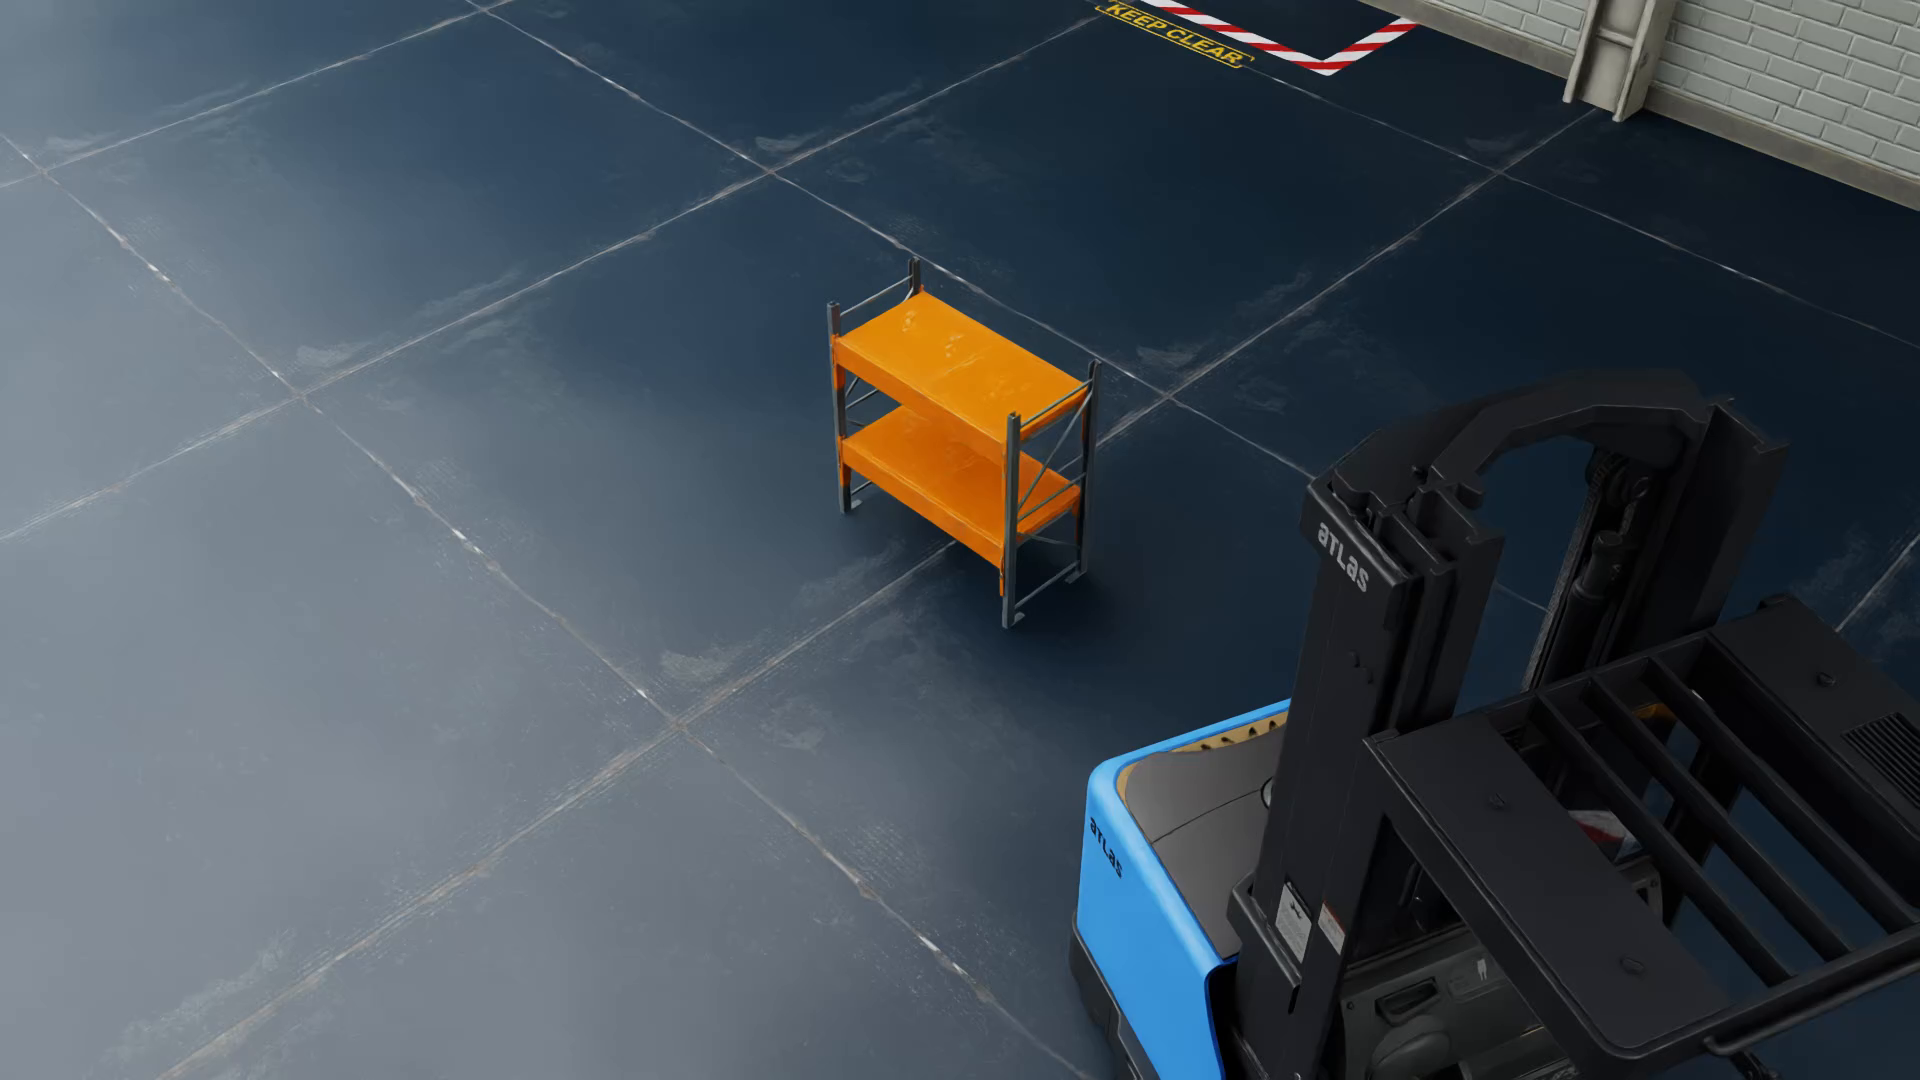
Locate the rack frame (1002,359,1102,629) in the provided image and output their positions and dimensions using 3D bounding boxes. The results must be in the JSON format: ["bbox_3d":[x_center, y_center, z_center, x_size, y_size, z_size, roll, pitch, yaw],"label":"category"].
[{"bbox_3d":[0.364,-0.166,6.718,0.500,1.125,0.032,-34,53,-31],"label":"rack frame"}]

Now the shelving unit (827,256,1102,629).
[{"bbox_3d":[0.005,-0.410,6.982,0.538,1.125,1.048,-34,53,-31],"label":"shelving unit"}]

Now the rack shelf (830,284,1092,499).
[{"bbox_3d":[0.005,-0.625,6.783,0.538,0.278,1.000,-34,53,-31],"label":"rack shelf"}]

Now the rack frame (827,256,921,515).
[{"bbox_3d":[-0.354,-0.654,7.246,0.500,1.125,0.032,-34,53,-31],"label":"rack frame"}]

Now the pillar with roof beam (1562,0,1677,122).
[{"bbox_3d":[0.935,-3.948,5.009,9.100,9.000,0.400,-34,53,-31],"label":"pillar with roof beam"}]

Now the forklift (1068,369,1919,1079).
[{"bbox_3d":[1.410,1.194,3.916,1.130,2.935,3.031,-16,45,-17],"label":"forklift"}]

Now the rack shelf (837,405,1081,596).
[{"bbox_3d":[0.005,-0.230,7.148,0.538,0.278,1.000,-34,53,-31],"label":"rack shelf"}]
